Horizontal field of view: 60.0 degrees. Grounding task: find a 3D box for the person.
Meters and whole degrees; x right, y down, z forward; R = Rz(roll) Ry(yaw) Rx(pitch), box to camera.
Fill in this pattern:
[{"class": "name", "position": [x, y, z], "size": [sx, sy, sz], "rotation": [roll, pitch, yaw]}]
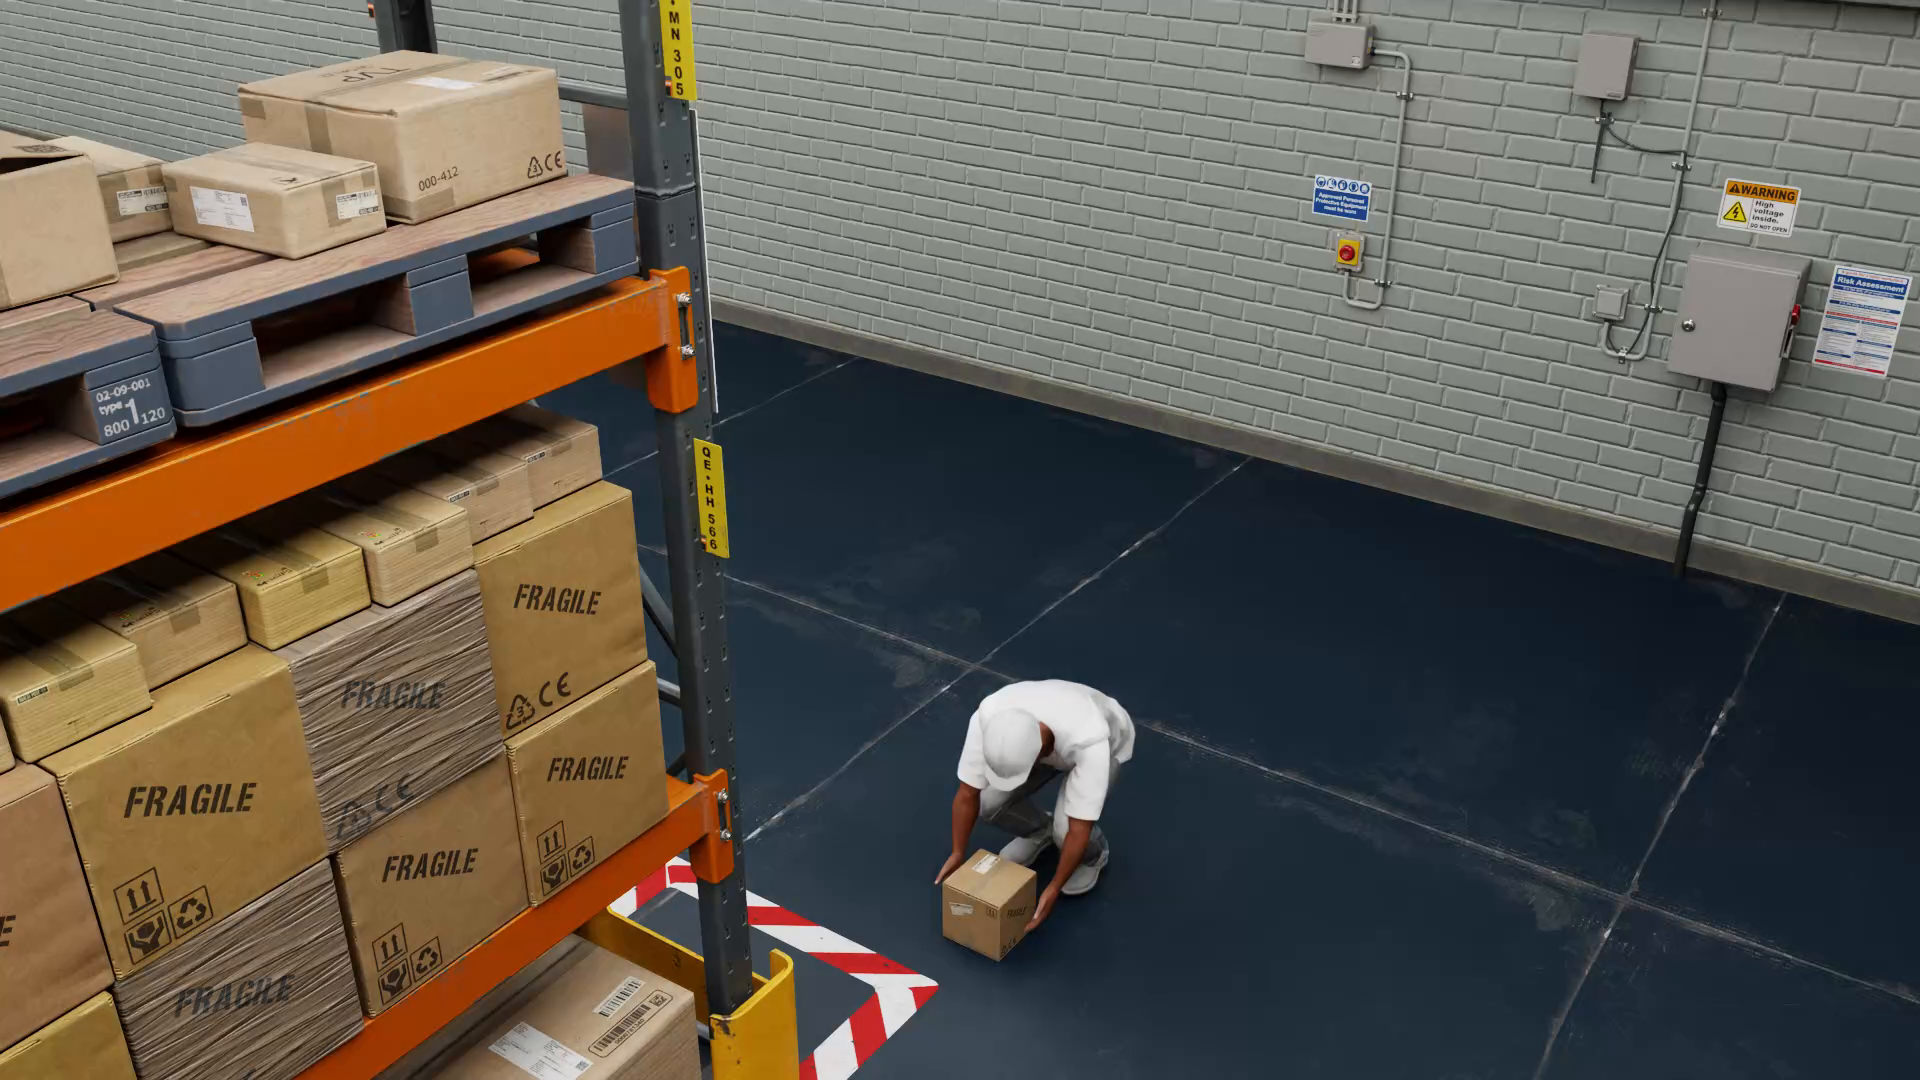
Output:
[{"class": "person", "position": [0.342, 0.899, 6.193], "size": [0.580, 0.975, 0.893], "rotation": [17, 31, 30]}]
